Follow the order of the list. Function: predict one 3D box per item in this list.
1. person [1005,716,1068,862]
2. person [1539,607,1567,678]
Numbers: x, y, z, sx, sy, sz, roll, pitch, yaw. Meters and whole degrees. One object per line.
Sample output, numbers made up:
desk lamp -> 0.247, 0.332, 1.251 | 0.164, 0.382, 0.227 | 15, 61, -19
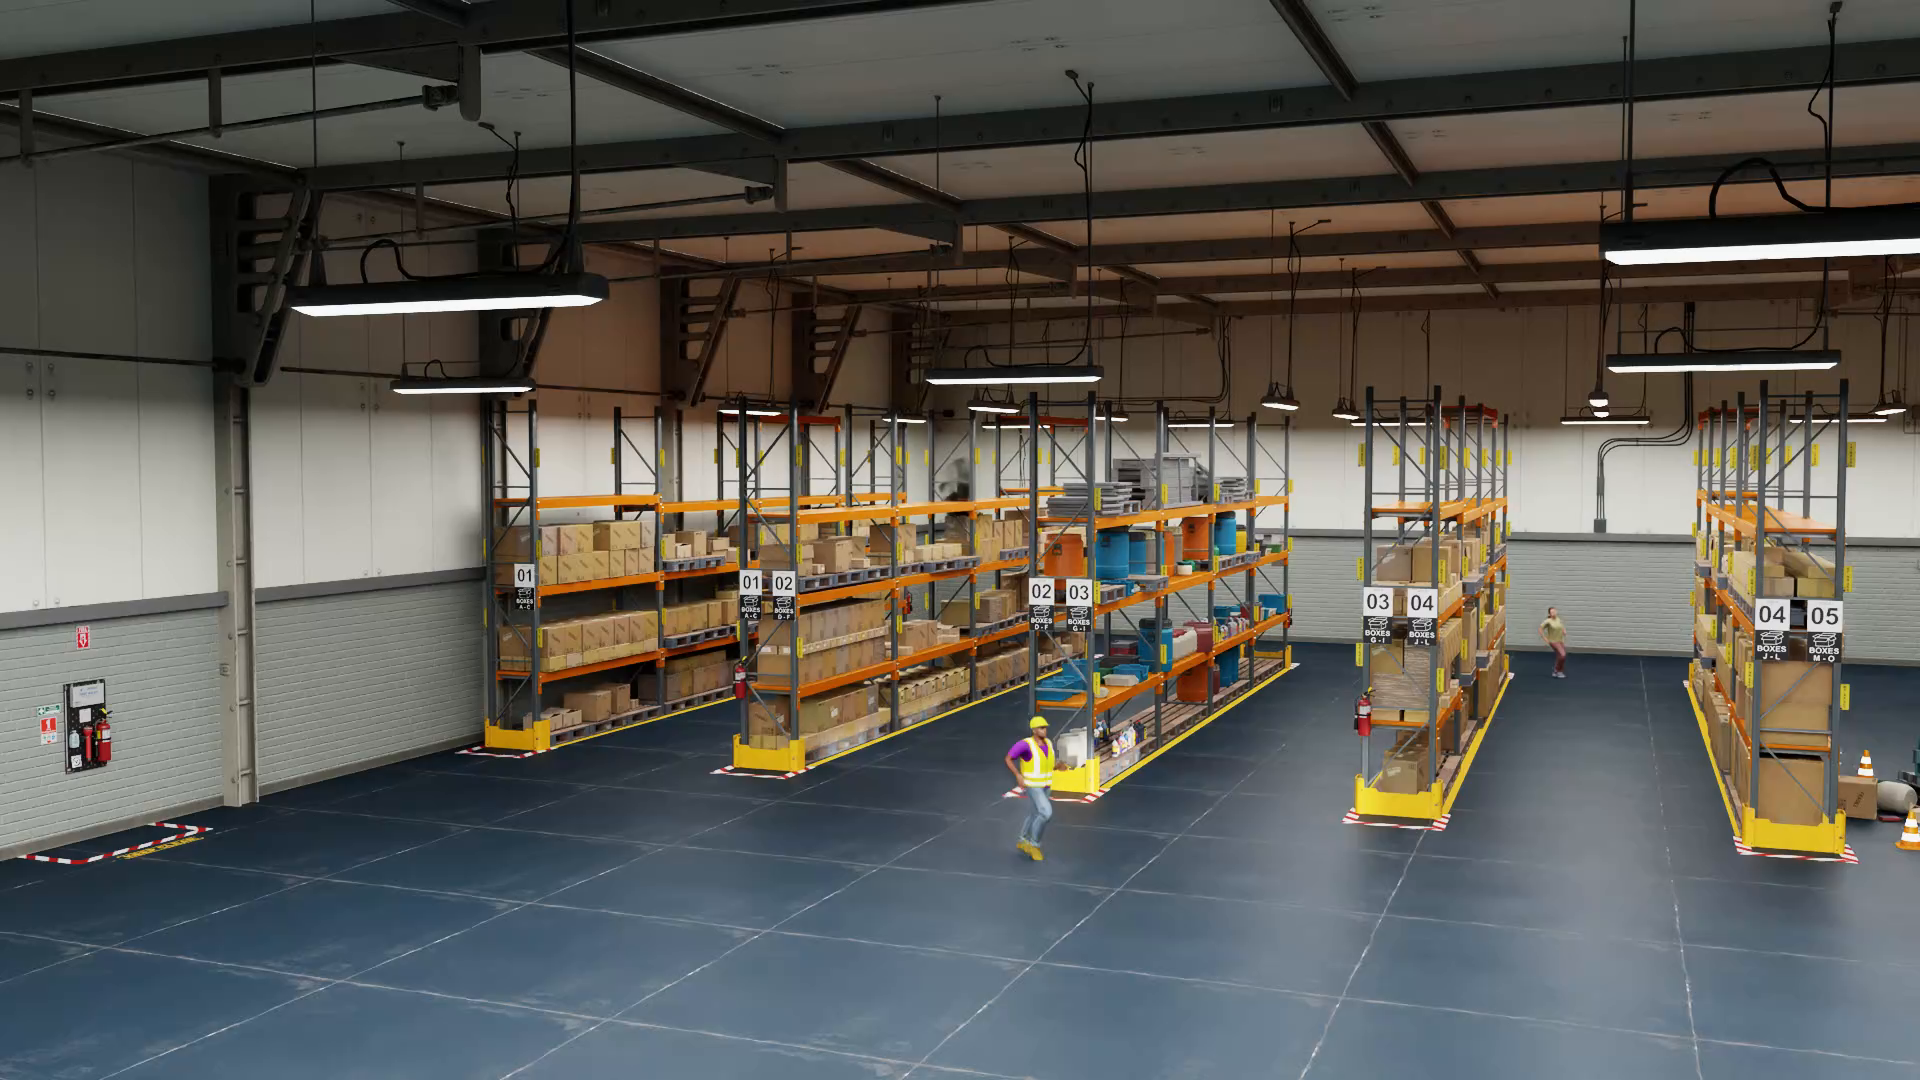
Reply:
person -> 0.984, 3.106, 20.778 | 0.739, 1.801, 0.672 | 3, 4, 43
person -> 13.544, 2.328, 37.777 | 0.632, 1.611, 0.586 | -1, 3, -19
